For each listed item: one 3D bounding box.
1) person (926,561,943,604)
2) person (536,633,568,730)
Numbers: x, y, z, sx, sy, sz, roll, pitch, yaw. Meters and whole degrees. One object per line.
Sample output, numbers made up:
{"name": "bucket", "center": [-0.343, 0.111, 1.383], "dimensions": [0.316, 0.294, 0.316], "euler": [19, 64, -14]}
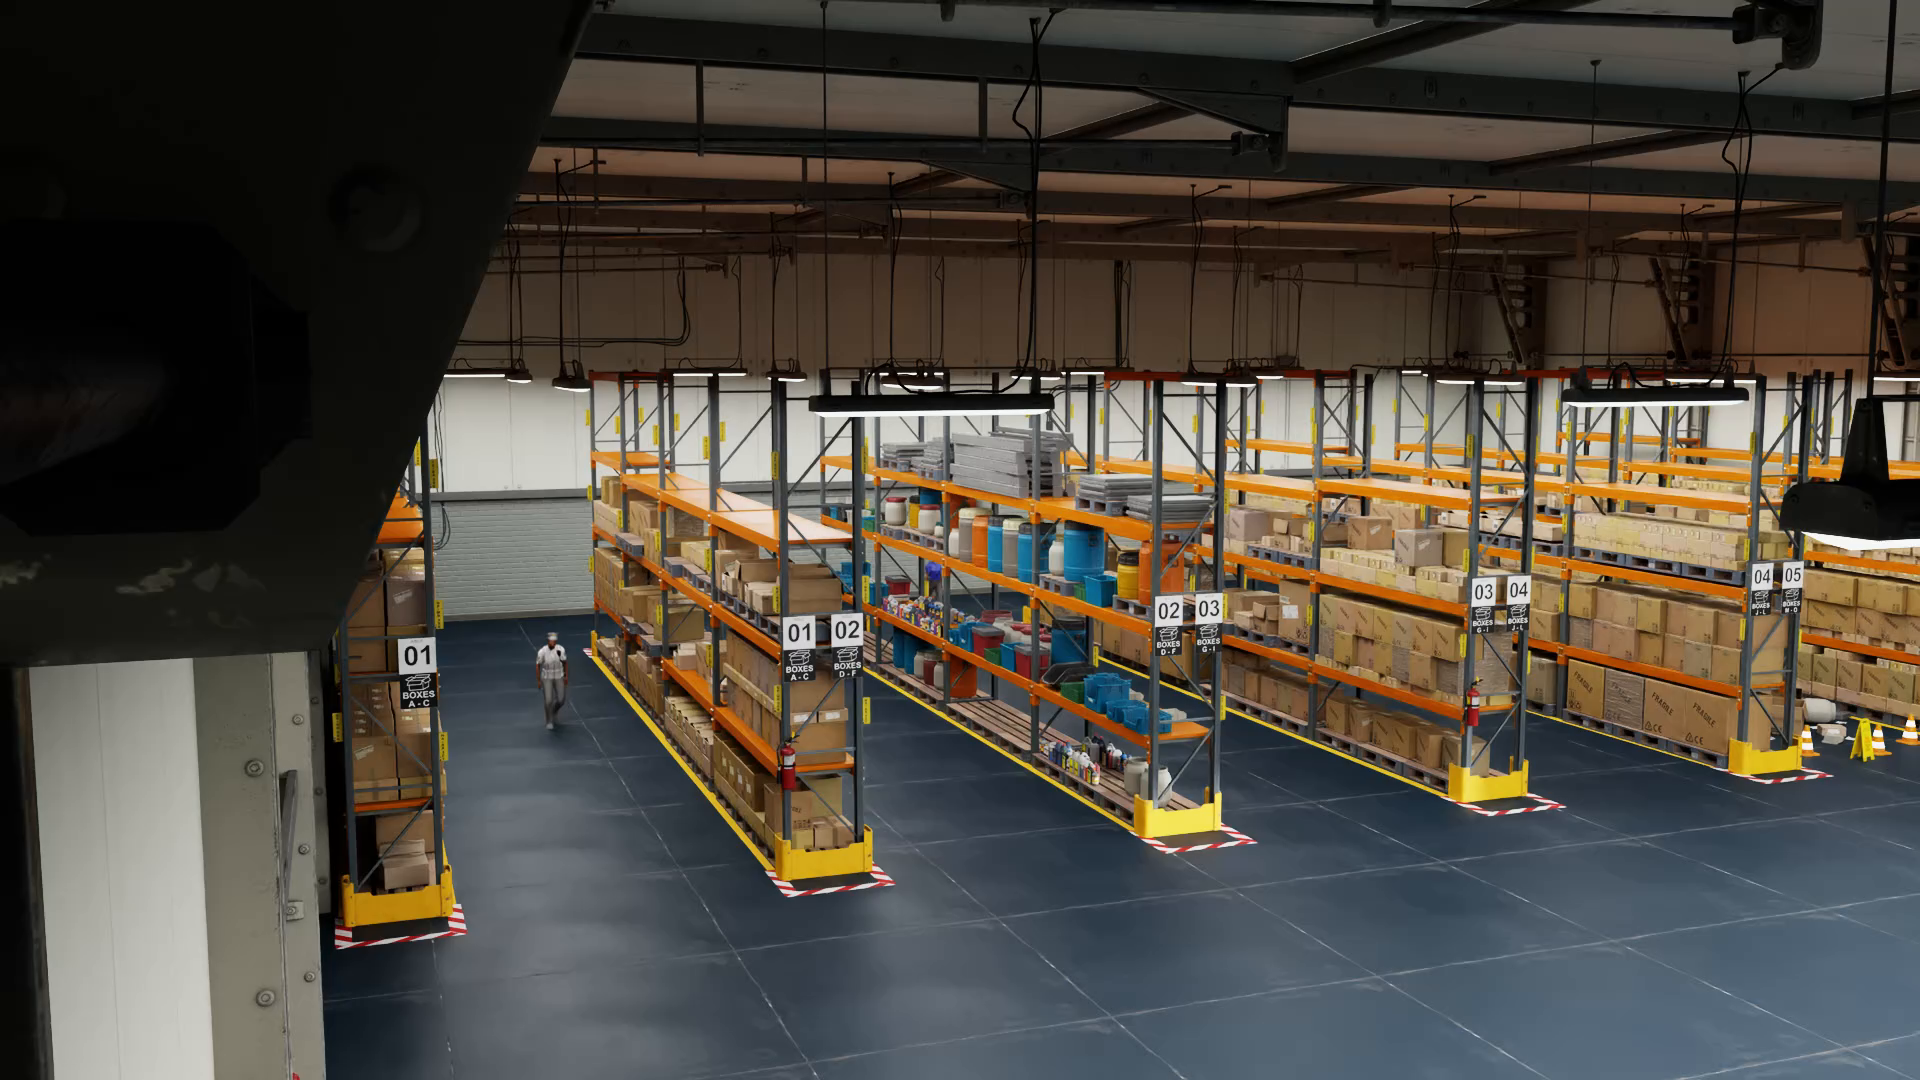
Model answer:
{"name": "person", "center": [-0.599, 1.071, 39.918], "dimensions": [0.511, 1.590, 1.051], "euler": [-3, 7, -22]}
{"name": "person", "center": [-6.957, 2.362, 28.345], "dimensions": [0.540, 1.659, 0.555], "euler": [-3, 7, -22]}
